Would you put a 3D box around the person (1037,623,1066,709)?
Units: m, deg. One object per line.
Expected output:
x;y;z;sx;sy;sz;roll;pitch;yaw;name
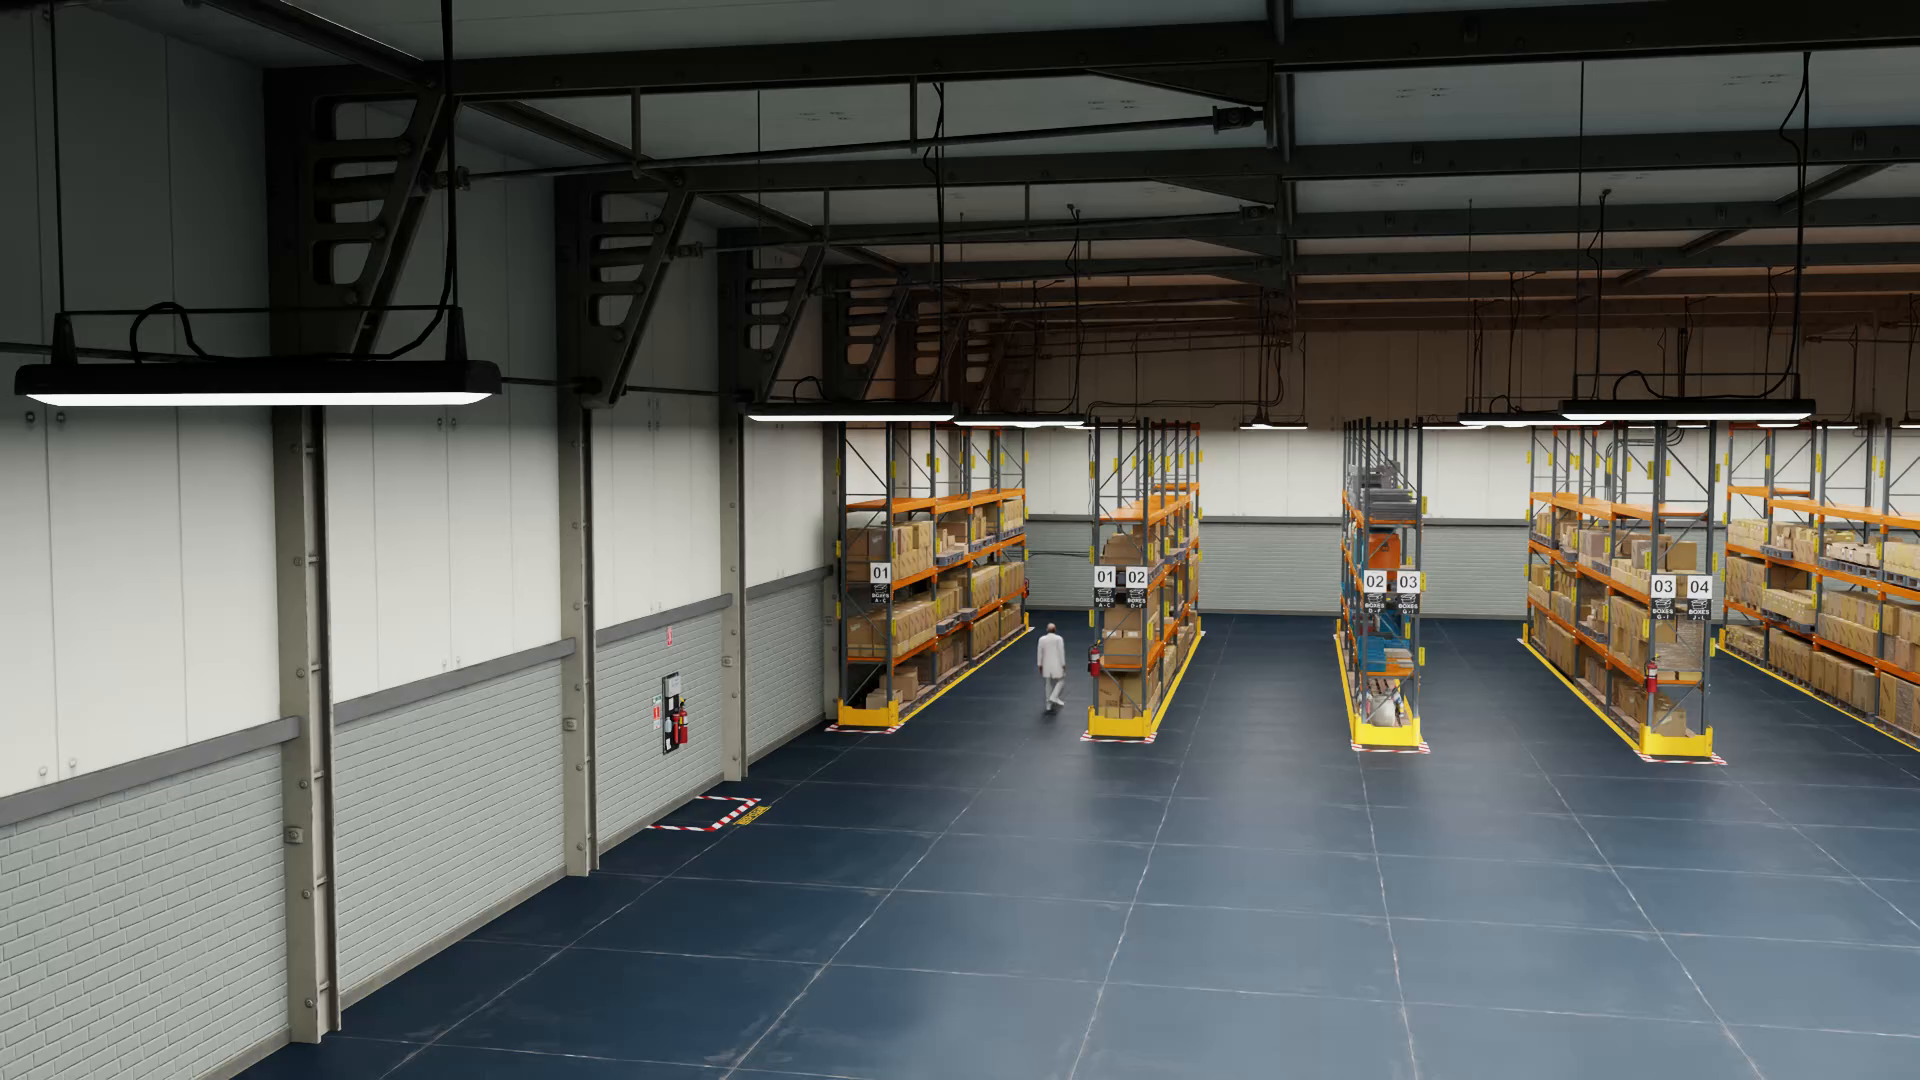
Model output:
1.884;2.605;34.308;0.615;1.770;0.572;1;4;21;person

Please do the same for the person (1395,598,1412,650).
11.534;2.054;43.434;0.563;1.719;0.519;2;4;22;person
